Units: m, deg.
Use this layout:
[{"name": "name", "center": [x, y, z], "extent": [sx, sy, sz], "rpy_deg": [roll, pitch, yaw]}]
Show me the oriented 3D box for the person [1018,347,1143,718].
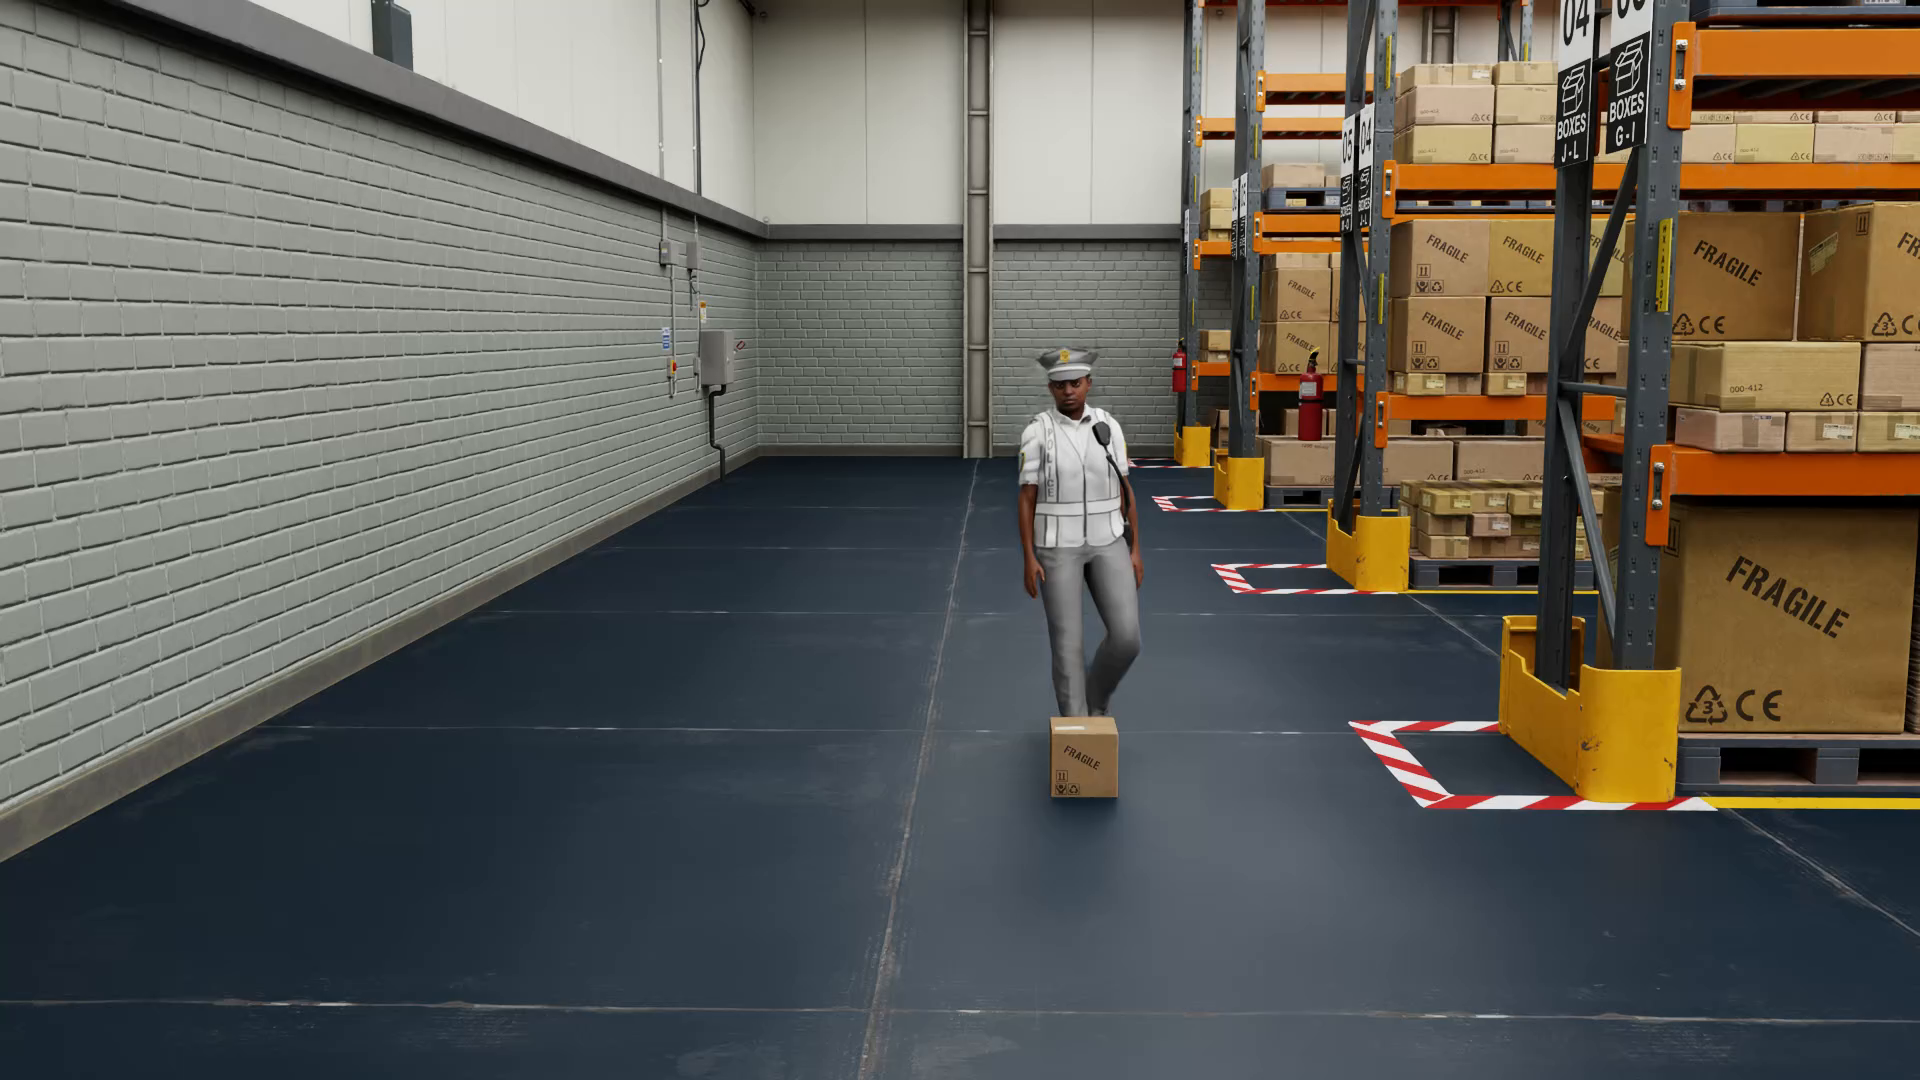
[{"name": "person", "center": [0.500, 0.066, 6.659], "extent": [0.516, 1.669, 0.526], "rpy_deg": [-1, 7, -7]}]
